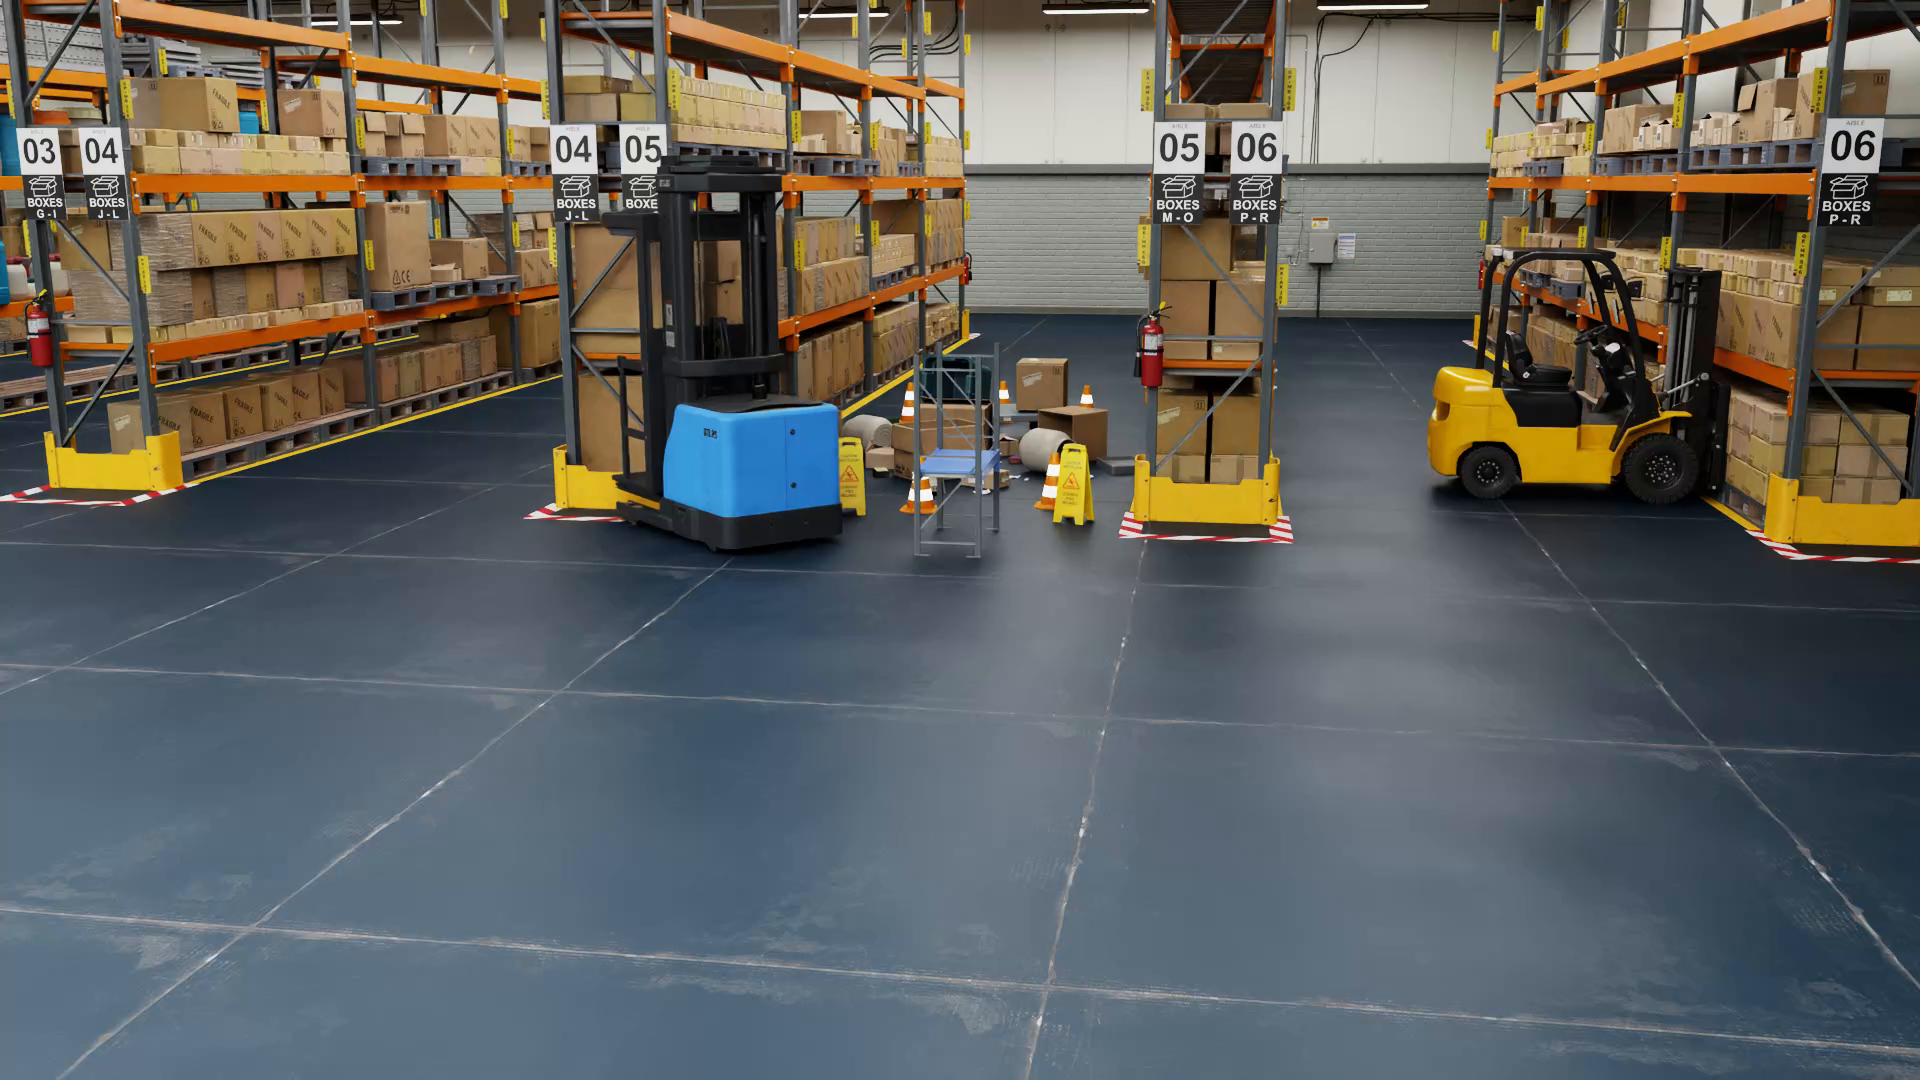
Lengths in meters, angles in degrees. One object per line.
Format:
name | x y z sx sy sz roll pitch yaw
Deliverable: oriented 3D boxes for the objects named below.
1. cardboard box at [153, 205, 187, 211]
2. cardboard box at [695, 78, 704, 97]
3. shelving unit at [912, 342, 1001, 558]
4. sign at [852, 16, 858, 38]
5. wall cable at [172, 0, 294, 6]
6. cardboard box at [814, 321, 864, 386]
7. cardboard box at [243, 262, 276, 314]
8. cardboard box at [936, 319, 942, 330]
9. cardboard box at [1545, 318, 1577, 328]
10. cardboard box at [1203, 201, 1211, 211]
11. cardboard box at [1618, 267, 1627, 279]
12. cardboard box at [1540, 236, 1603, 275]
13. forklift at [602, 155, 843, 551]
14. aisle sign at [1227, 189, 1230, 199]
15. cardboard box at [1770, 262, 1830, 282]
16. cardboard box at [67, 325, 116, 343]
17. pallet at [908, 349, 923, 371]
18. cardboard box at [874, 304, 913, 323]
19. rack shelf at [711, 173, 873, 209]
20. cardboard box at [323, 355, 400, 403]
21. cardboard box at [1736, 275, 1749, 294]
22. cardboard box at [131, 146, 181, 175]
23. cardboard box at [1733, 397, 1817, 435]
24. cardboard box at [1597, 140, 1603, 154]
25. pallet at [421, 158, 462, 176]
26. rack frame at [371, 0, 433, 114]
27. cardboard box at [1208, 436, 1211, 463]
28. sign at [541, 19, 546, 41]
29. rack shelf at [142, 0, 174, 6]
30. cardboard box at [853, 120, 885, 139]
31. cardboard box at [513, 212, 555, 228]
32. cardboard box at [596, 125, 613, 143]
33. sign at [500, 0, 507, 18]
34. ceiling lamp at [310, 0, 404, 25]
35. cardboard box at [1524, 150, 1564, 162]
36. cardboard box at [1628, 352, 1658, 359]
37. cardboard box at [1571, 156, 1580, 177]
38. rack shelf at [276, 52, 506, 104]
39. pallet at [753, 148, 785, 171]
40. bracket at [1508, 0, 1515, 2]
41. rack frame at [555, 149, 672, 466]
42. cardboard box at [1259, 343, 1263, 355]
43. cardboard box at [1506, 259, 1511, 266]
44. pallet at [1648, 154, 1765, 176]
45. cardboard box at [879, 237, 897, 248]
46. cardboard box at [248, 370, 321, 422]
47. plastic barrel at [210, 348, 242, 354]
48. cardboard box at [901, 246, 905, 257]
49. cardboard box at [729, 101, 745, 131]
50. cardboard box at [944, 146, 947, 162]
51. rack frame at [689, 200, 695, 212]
cardboard box | -14.891 -6.036 31.273 0.500 0.500 0.500 2 12 8
cardboard box | -2.438 -3.918 14.404 0.380 0.149 0.250 2 12 8
shelving unit | -0.013 -0.715 12.753 0.538 1.500 1.048 2 12 9
sign | -1.570 -7.714 25.021 0.100 0.325 0.005 2 12 9
wall cable | -16.094 -10.722 36.767 3.097 2.526 0.112 2 12 9
cardboard box | -1.834 -2.413 21.414 1.050 0.750 0.750 2 12 8
cardboard box | -7.489 -2.570 16.856 0.875 0.500 0.500 2 12 9
cardboard box | -0.501 -3.557 27.442 0.380 0.149 0.250 2 12 8
cardboard box | 8.434 -3.028 23.319 0.380 0.149 0.250 2 12 8
cardboard box | 3.603 -5.054 25.175 0.380 0.149 0.250 2 12 7
cardboard box | 7.620 -2.899 18.495 0.500 0.250 0.500 2 12 9
cardboard box | 8.280 -3.854 22.524 0.700 0.500 0.500 2 12 8
forklift | -2.179 -1.607 13.491 1.130 2.935 3.031 -9 15 -35
aisle sign | 4.803 -6.233 28.626 0.394 0.787 0.004 2 12 9
cardboard box | 6.797 -2.167 13.447 0.380 0.149 0.250 2 12 10
cardboard box | -7.928 -1.891 15.245 0.380 0.149 0.250 2 12 9
pallet | -1.155 -2.739 25.202 1.003 0.211 1.213 2 12 9
cardboard box | -0.993 -3.344 24.548 0.500 0.250 0.500 2 12 11
rack shelf | -1.959 -4.130 19.624 1.077 0.370 4.000 2 12 9
cardboard box | -7.037 -1.901 19.583 0.700 0.500 0.500 1 12 4
cardboard box | 6.879 -2.182 14.221 0.380 0.149 0.250 2 12 9
cardboard box | -7.438 -3.433 15.039 0.500 0.250 0.500 2 12 10
cardboard box | 6.765 -1.029 13.806 0.500 0.250 0.500 2 12 10
cardboard box | 7.806 -4.676 19.770 0.380 0.166 0.250 2 12 9
pallet | -6.796 -4.496 20.062 1.213 0.211 1.003 2 12 9
rack frame | -10.201 -8.372 30.480 1.000 3.000 0.127 2 12 9
cardboard box | 2.579 -0.867 15.426 0.500 0.250 0.500 3 12 12
sign | -6.467 -7.936 25.863 0.100 0.325 0.005 2 12 9
rack shelf | -15.402 -9.390 29.022 1.077 0.370 4.000 2 12 9
cardboard box | -1.238 -5.558 22.489 0.396 0.266 0.258 2 12 9
cardboard box | -6.209 -4.580 24.505 0.797 0.503 0.637 2 12 10
cardboard box | -3.166 -3.444 14.097 0.380 0.149 0.250 2 12 9
sign | -5.999 -7.026 21.829 0.100 0.325 0.005 2 12 9
ceiling lamp | -12.210 -11.863 32.826 2.000 3.185 0.800 2 12 9
cardboard box | 8.602 -5.612 24.443 0.500 0.250 0.500 2 12 9
cardboard box | 7.855 -1.771 18.730 0.875 0.625 0.625 1 12 6
cardboard box | 8.076 -4.745 21.125 0.500 0.250 0.500 2 12 9
rack shelf | -6.845 -5.582 20.194 1.077 0.370 4.000 2 12 9
pallet | -2.403 -3.852 16.837 1.003 0.211 1.213 2 12 9
bracket | 10.773 -10.613 32.336 0.235 0.232 0.430 2 12 9
rack frame | -2.882 -1.766 14.069 1.000 3.000 0.127 2 12 9
cardboard box | 2.427 -1.674 14.236 0.380 0.149 0.250 1 12 7
cardboard box | 8.765 -4.359 25.750 0.500 0.250 0.500 2 12 8
pallet | 7.668 -3.856 17.101 0.805 0.209 1.217 1 12 6
cardboard box | -1.107 -4.276 23.904 0.380 0.149 0.250 1 12 6
cardboard box | -7.334 -1.563 18.060 0.500 0.500 0.500 6 14 27
plastic barrel | -11.199 -3.138 25.160 0.600 0.588 0.708 2 12 9
cardboard box | -1.021 -4.239 24.438 0.380 0.149 0.250 1 12 7
cardboard box | -2.322 -3.966 15.573 0.500 0.250 0.500 2 12 8
cardboard box | -0.489 -6.312 27.213 0.500 0.250 0.500 1 12 6
rack frame | -5.307 -5.279 30.367 1.000 3.000 0.127 2 12 9
